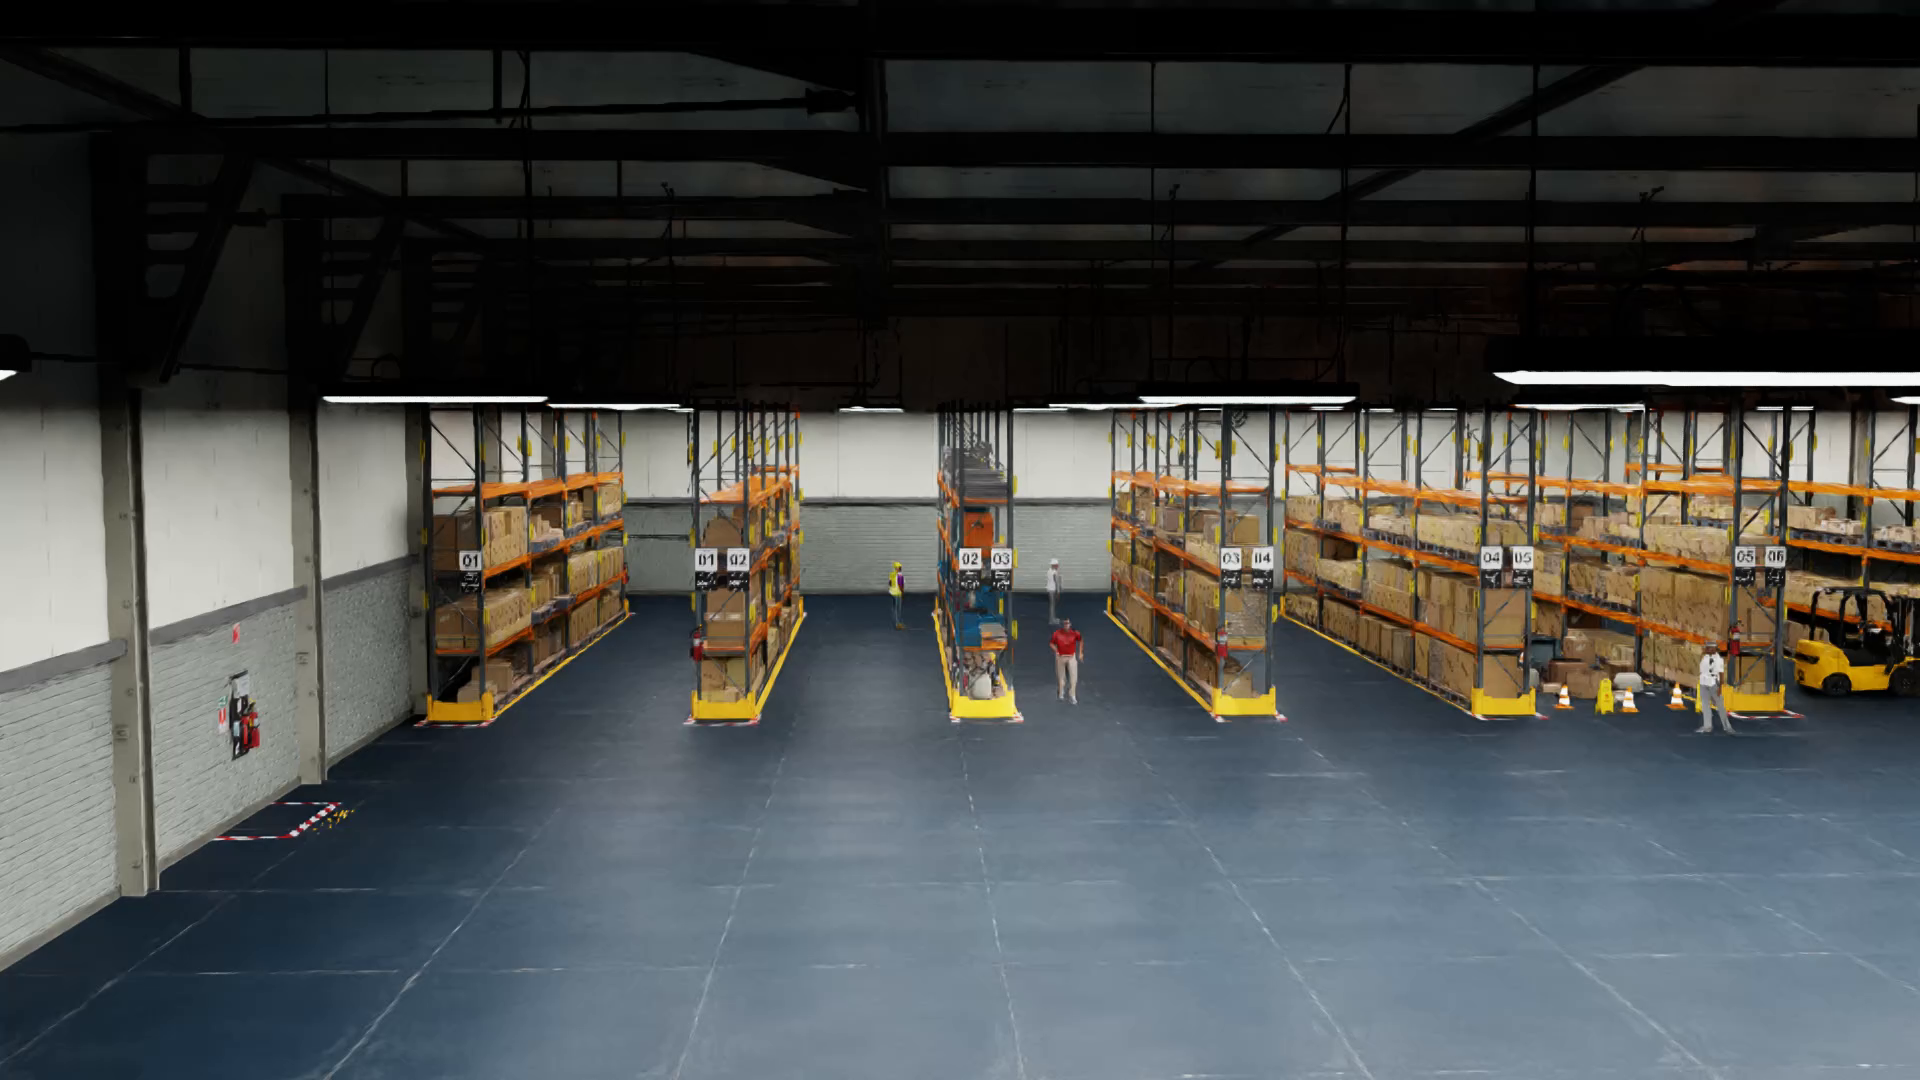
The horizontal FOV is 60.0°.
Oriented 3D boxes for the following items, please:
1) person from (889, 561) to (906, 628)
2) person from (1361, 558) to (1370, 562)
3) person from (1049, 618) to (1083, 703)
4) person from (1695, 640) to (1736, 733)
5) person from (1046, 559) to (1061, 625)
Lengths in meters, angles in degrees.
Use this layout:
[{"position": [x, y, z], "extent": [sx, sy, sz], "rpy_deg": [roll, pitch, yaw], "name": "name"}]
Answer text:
[{"position": [-1.636, 1.450, 44.438], "extent": [0.447, 1.771, 0.616], "rpy_deg": [-3, 5, -32], "name": "person"}, {"position": [11.388, 1.330, 46.841], "extent": [0.486, 1.667, 0.579], "rpy_deg": [0, 4, 4], "name": "person"}, {"position": [2.123, 2.371, 33.247], "extent": [0.686, 1.666, 0.867], "rpy_deg": [0, 4, 3], "name": "person"}, {"position": [13.581, 2.633, 29.856], "extent": [0.470, 1.666, 0.651], "rpy_deg": [-2, 5, -27], "name": "person"}, {"position": [2.591, 1.392, 45.160], "extent": [0.463, 1.782, 0.598], "rpy_deg": [-2, 5, -21], "name": "person"}]
